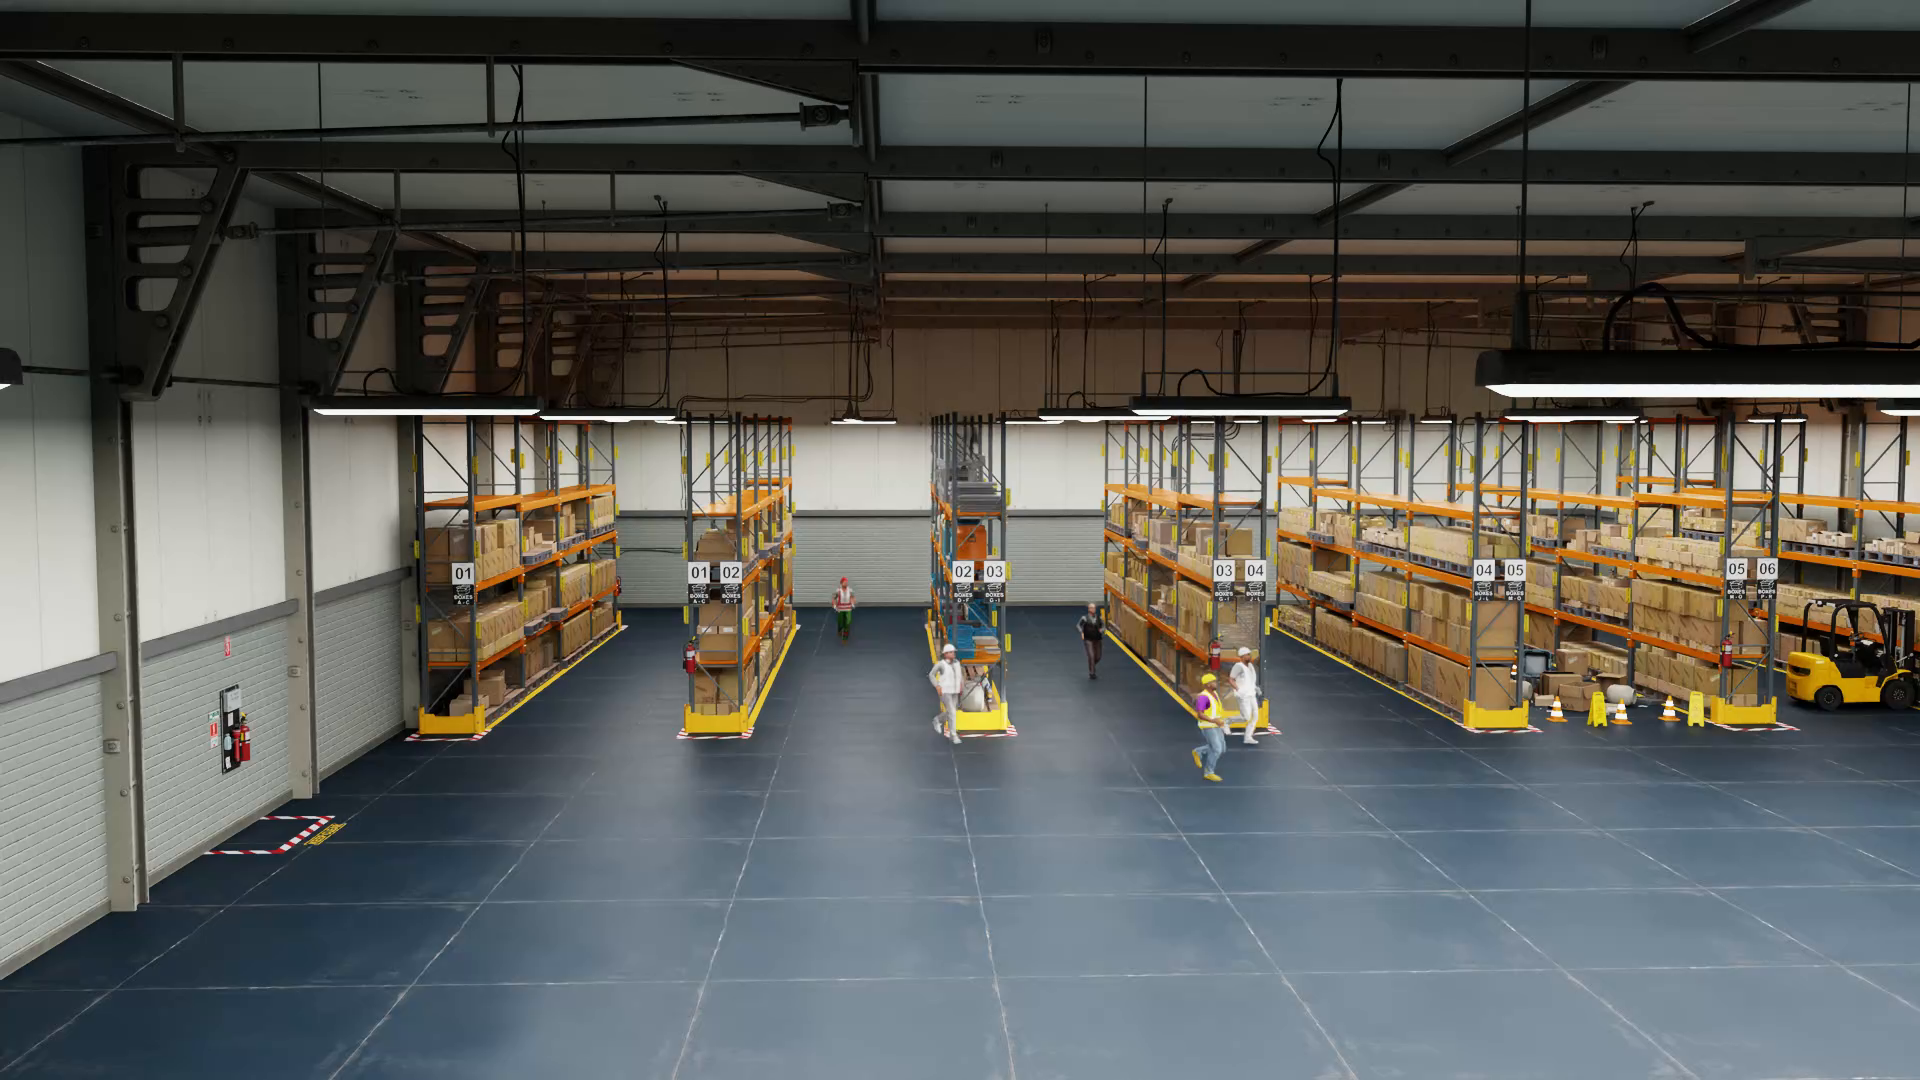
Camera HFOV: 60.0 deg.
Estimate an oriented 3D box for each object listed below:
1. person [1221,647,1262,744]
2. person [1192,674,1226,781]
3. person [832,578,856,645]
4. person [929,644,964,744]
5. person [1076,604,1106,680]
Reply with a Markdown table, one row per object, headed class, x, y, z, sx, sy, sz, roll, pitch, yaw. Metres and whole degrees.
| class | x | y | z | sx | sy | sz | roll | pitch | yaw |
| --- | --- | --- | --- | --- | --- | --- | --- | --- | --- |
| person | 5.133 | 2.811 | 30.139 | 0.727 | 1.745 | 0.700 | 3 | 5 | 39 |
| person | 4.043 | 3.029 | 27.029 | 0.597 | 1.725 | 0.736 | 2 | 4 | 27 |
| person | -3.061 | 1.866 | 43.994 | 0.656 | 1.752 | 0.737 | -1 | 4 | -14 |
| person | -0.227 | 2.786 | 30.396 | 0.678 | 1.781 | 0.885 | -4 | 5 | -42 |
| person | 3.005 | 2.300 | 37.856 | 0.669 | 1.695 | 0.860 | -1 | 4 | -12 |
